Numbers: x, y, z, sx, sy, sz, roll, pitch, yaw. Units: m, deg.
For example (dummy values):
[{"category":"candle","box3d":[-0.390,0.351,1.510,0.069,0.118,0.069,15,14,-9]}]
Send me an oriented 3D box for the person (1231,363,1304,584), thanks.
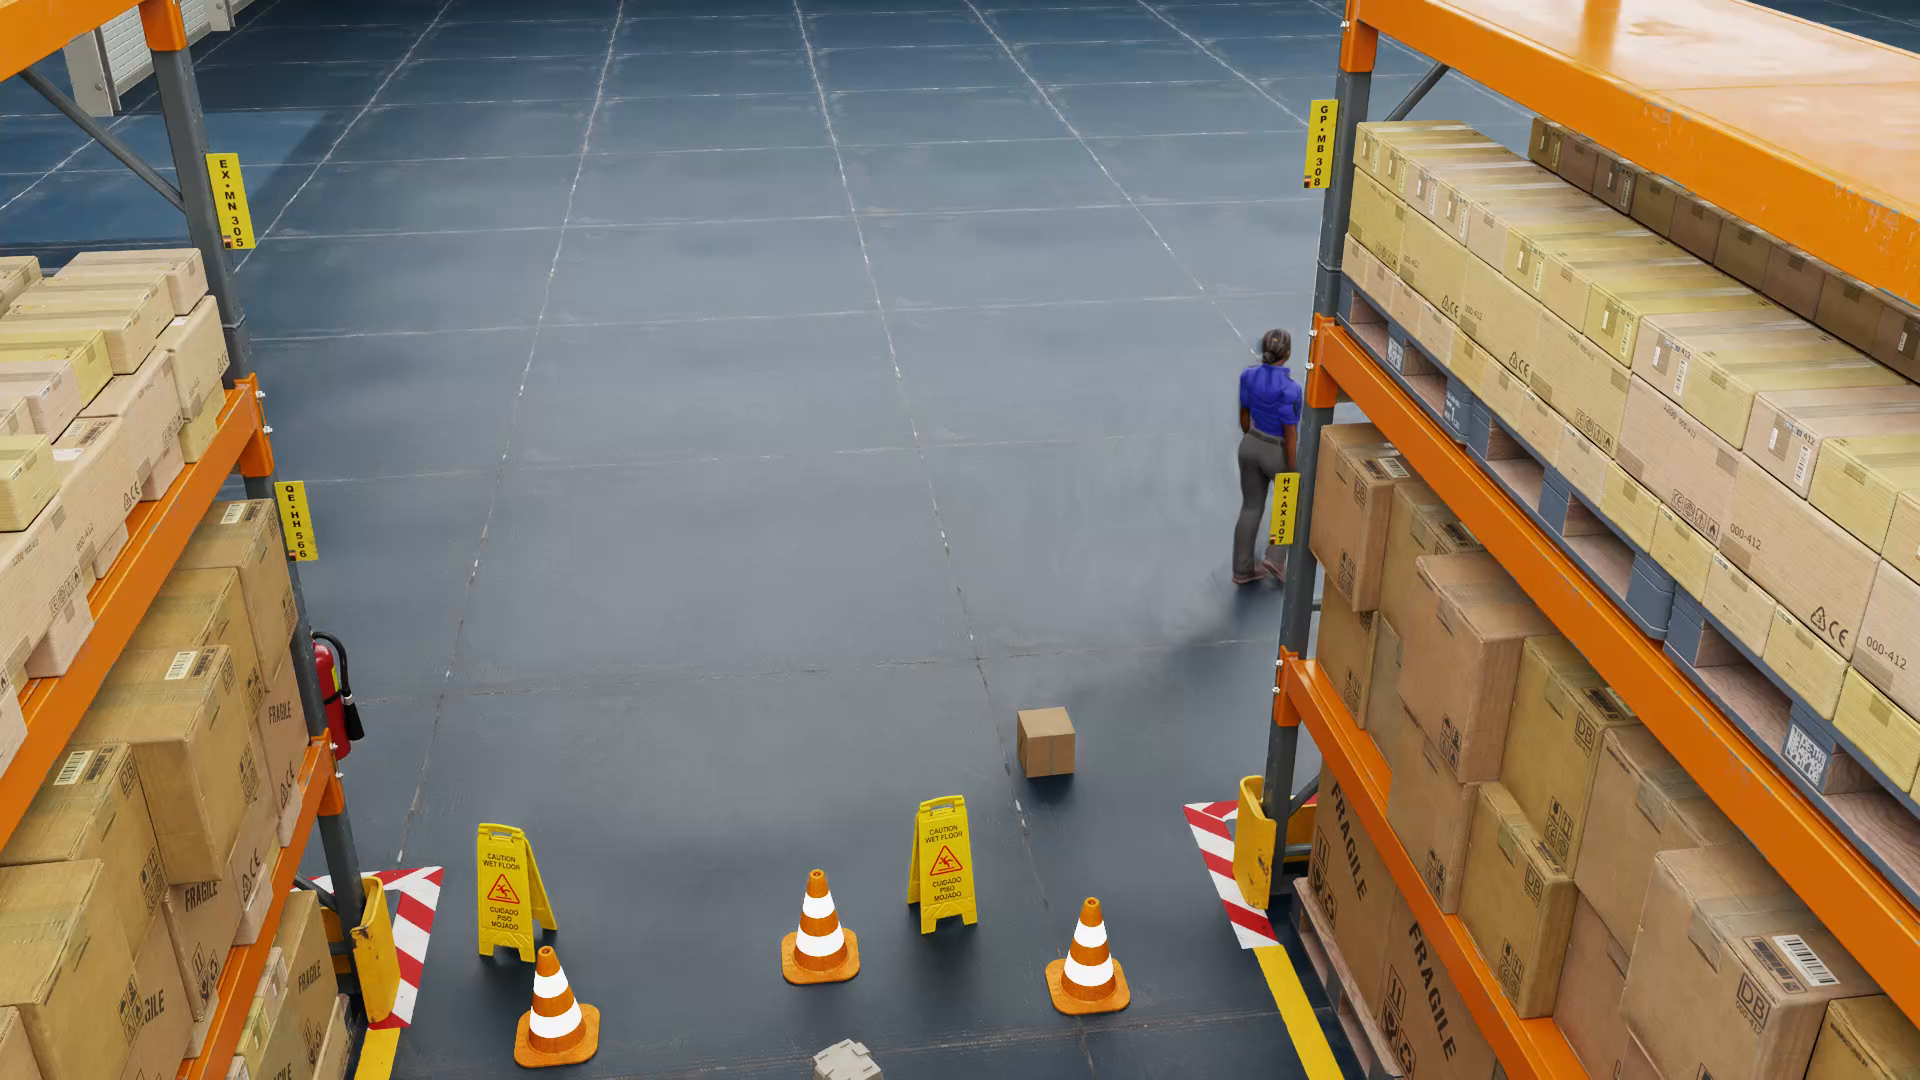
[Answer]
[{"category":"person","box3d":[1.879,-0.398,10.093,0.477,1.498,0.443,-24,36,-39]}]
